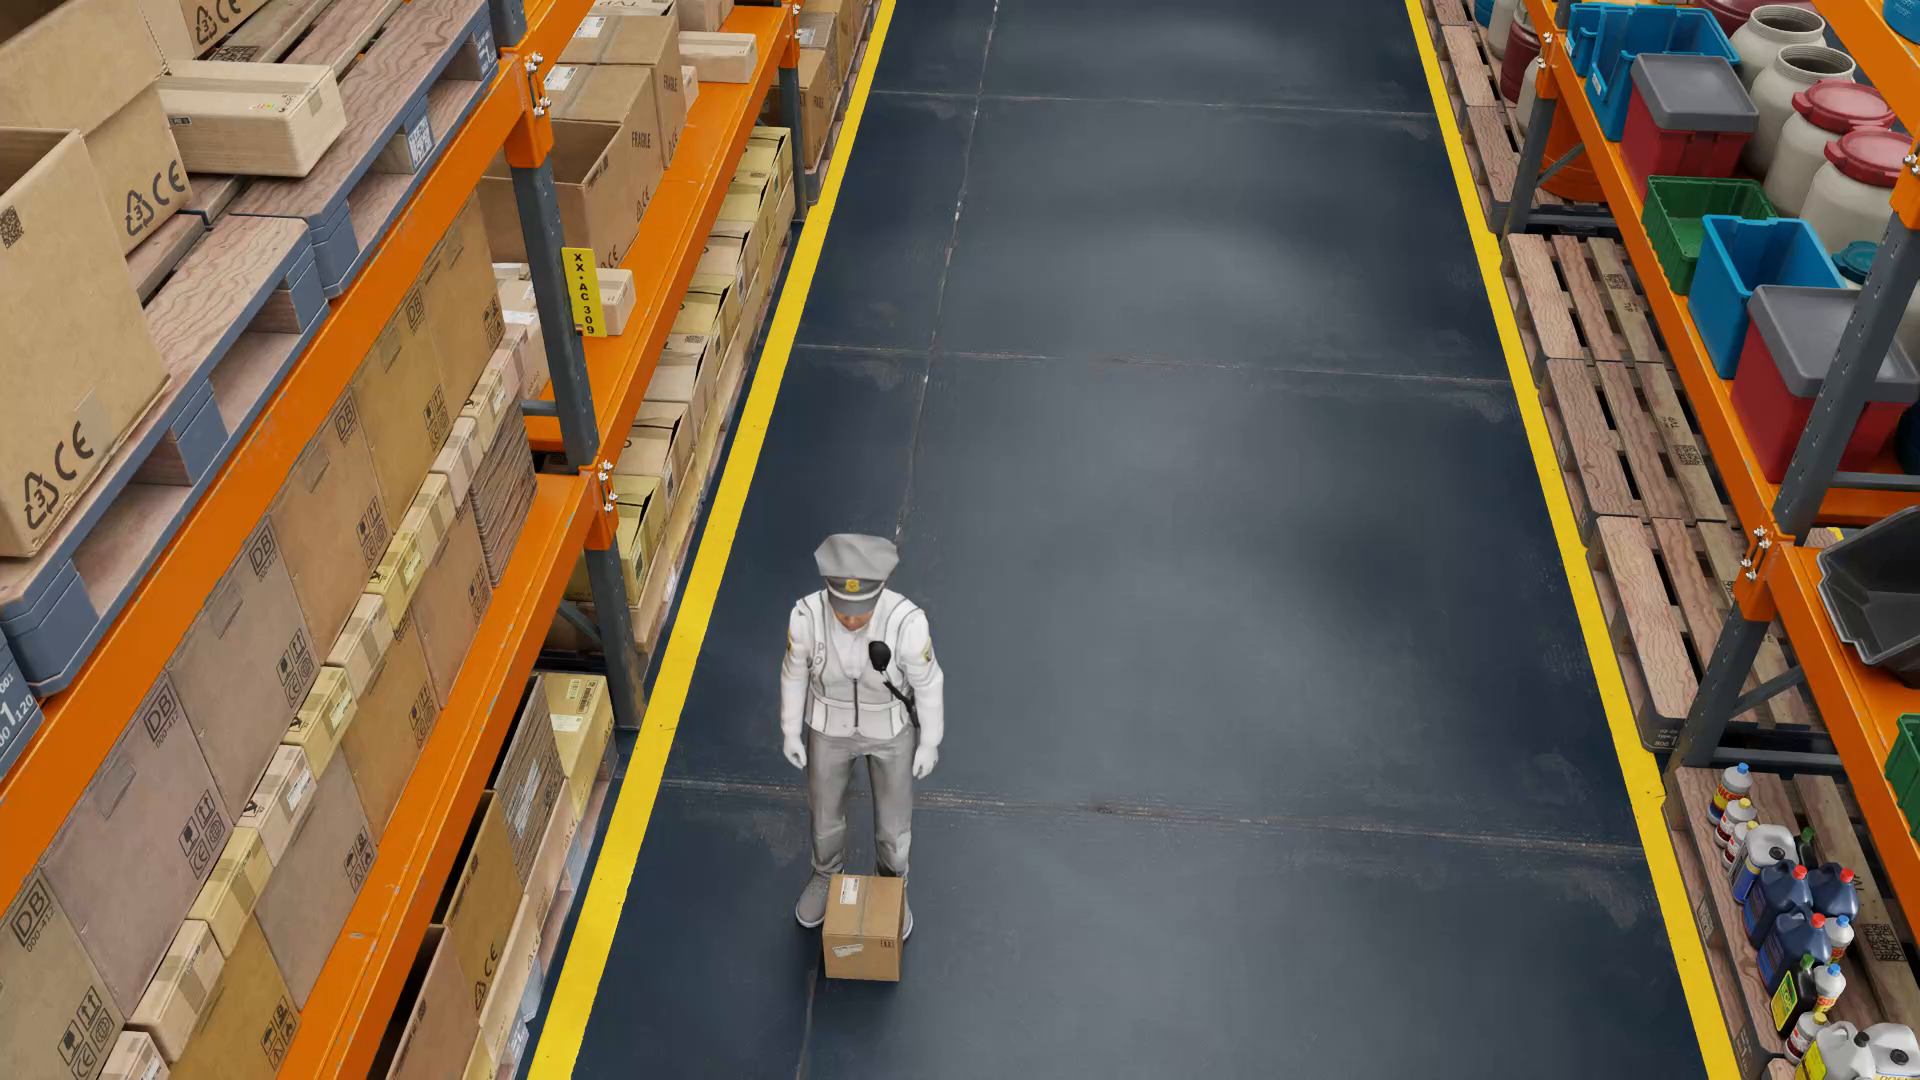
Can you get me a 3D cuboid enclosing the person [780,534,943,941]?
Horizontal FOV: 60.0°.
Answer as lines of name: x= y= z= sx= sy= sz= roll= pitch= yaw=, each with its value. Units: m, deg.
person: x=-0.319 y=0.641 z=5.397 sx=0.530 sy=1.663 sz=0.404 roll=3 pitch=40 yaw=4
